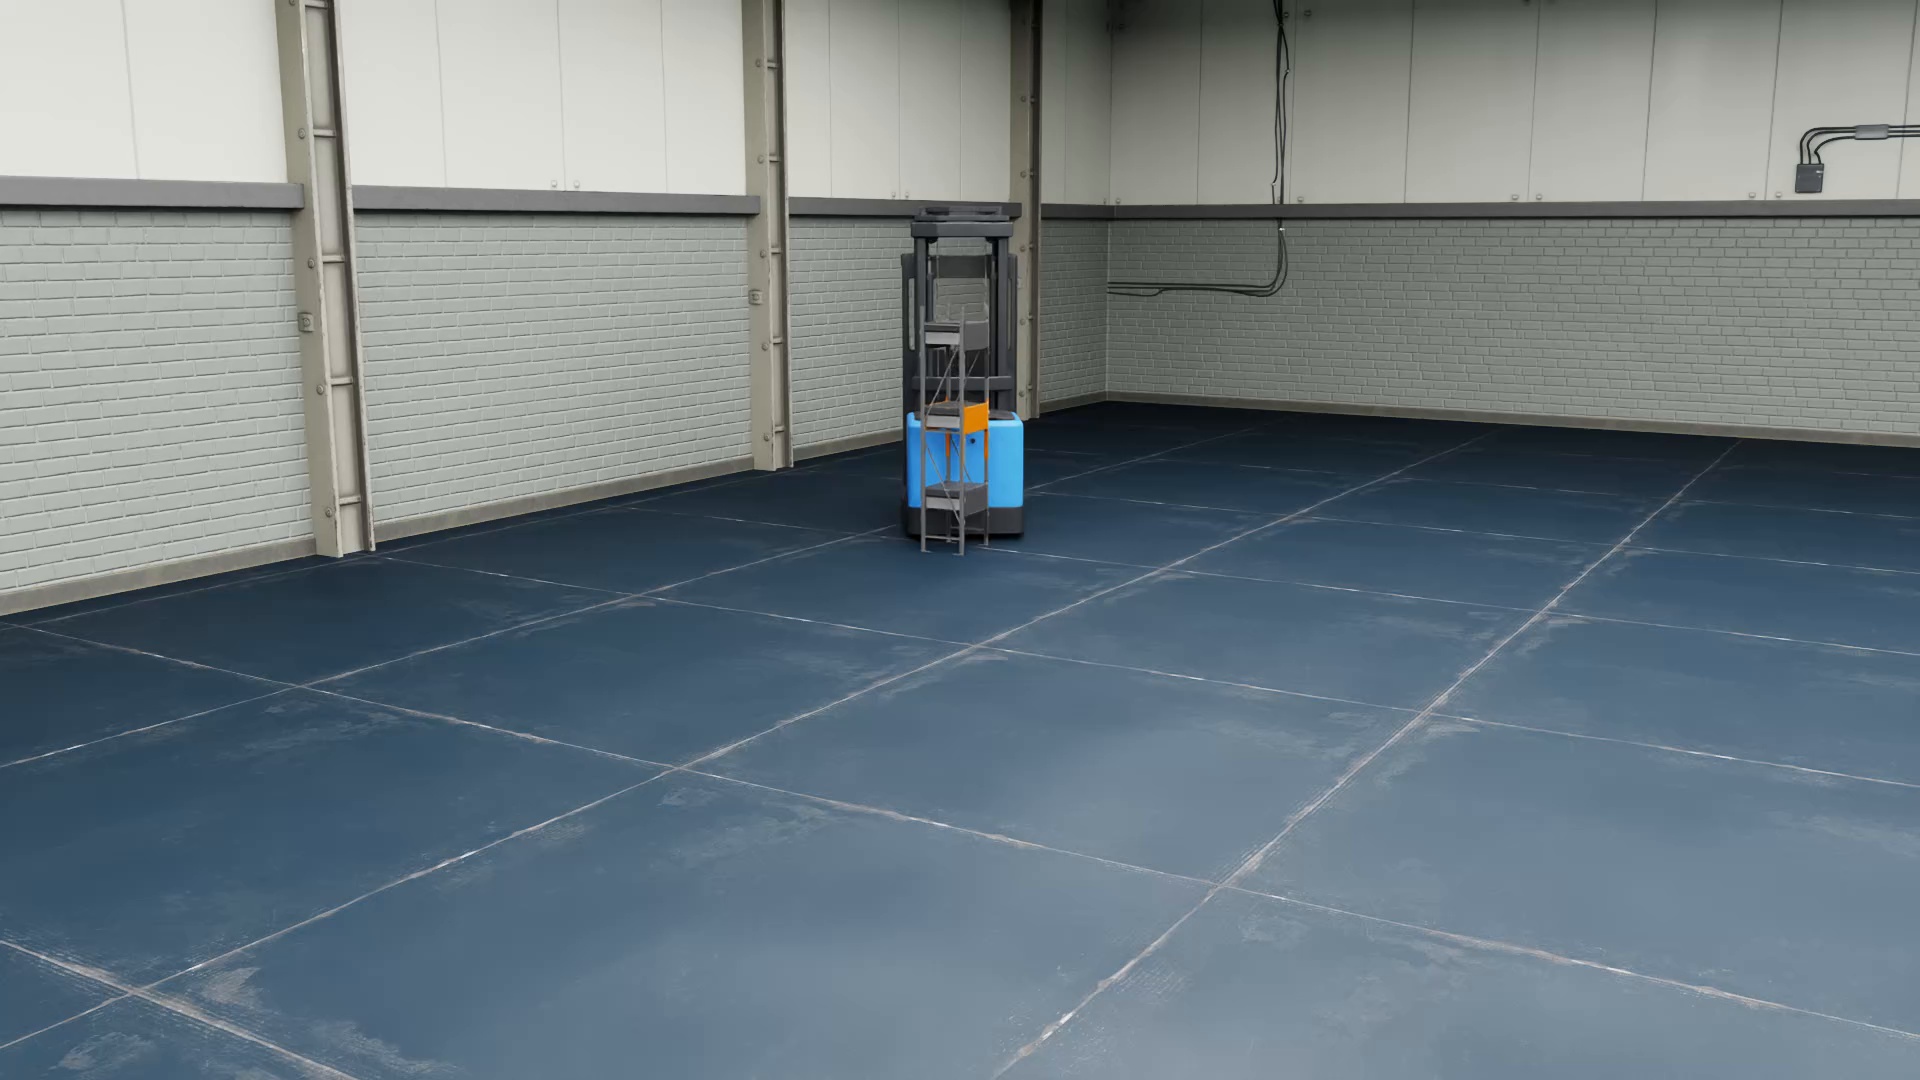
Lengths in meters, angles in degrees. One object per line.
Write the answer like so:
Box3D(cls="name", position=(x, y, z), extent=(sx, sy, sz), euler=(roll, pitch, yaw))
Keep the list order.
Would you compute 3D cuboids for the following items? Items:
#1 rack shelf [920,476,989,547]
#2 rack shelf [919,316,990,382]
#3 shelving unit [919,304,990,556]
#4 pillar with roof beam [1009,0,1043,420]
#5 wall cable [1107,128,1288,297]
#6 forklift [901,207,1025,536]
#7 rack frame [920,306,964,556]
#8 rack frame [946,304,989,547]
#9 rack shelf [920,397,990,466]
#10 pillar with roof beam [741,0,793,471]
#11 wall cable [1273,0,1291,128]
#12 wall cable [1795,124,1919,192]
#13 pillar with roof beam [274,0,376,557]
Box3D(cls="rack shelf", position=(-0.043, -0.248, 14.367), extent=(0.431, 0.518, 0.480), euler=(5, 12, 26))
Box3D(cls="rack shelf", position=(-0.043, -1.624, 14.109), extent=(0.431, 0.518, 0.480), euler=(5, 12, 26))
Box3D(cls="shelving unit", position=(-0.043, -0.950, 14.235), extent=(0.431, 2.100, 0.503), euler=(5, 12, 26))
Box3D(cls="pillar with roof beam", position=(4.616, -5.797, 21.377), extent=(9.100, 9.000, 0.400), euler=(6, 12, 31))
Box3D(cls="wall cable", position=(3.596, -5.019, 25.660), extent=(3.097, 2.526, 0.112), euler=(6, 12, 31))
Box3D(cls="forklift", position=(-0.014, -1.699, 15.981), extent=(1.130, 2.935, 3.031), euler=(0, 11, -3))
Box3D(cls="rack frame", position=(-0.150, -0.909, 14.020), extent=(0.400, 2.100, 0.015), euler=(5, 12, 26))
Box3D(cls="rack frame", position=(0.064, -0.990, 14.451), extent=(0.400, 2.100, 0.015), euler=(5, 12, 26))
Box3D(cls="rack shelf", position=(-0.043, -0.936, 14.238), extent=(0.431, 0.518, 0.480), euler=(5, 12, 26))
Box3D(cls="pillar with roof beam", position=(1.501, -4.853, 16.337), extent=(9.100, 9.000, 0.400), euler=(6, 12, 31))
Box3D(cls="wall cable", position=(5.908, -7.243, 23.815), extent=(3.097, 2.526, 0.112), euler=(6, 12, 31))
Box3D(cls="wall cable", position=(11.702, -7.307, 20.204), extent=(2.305, 6.003, 0.169), euler=(6, 12, 31))
Box3D(cls="pillar with roof beam", position=(-1.614, -3.909, 11.297), extent=(9.100, 9.000, 0.400), euler=(6, 12, 31))
